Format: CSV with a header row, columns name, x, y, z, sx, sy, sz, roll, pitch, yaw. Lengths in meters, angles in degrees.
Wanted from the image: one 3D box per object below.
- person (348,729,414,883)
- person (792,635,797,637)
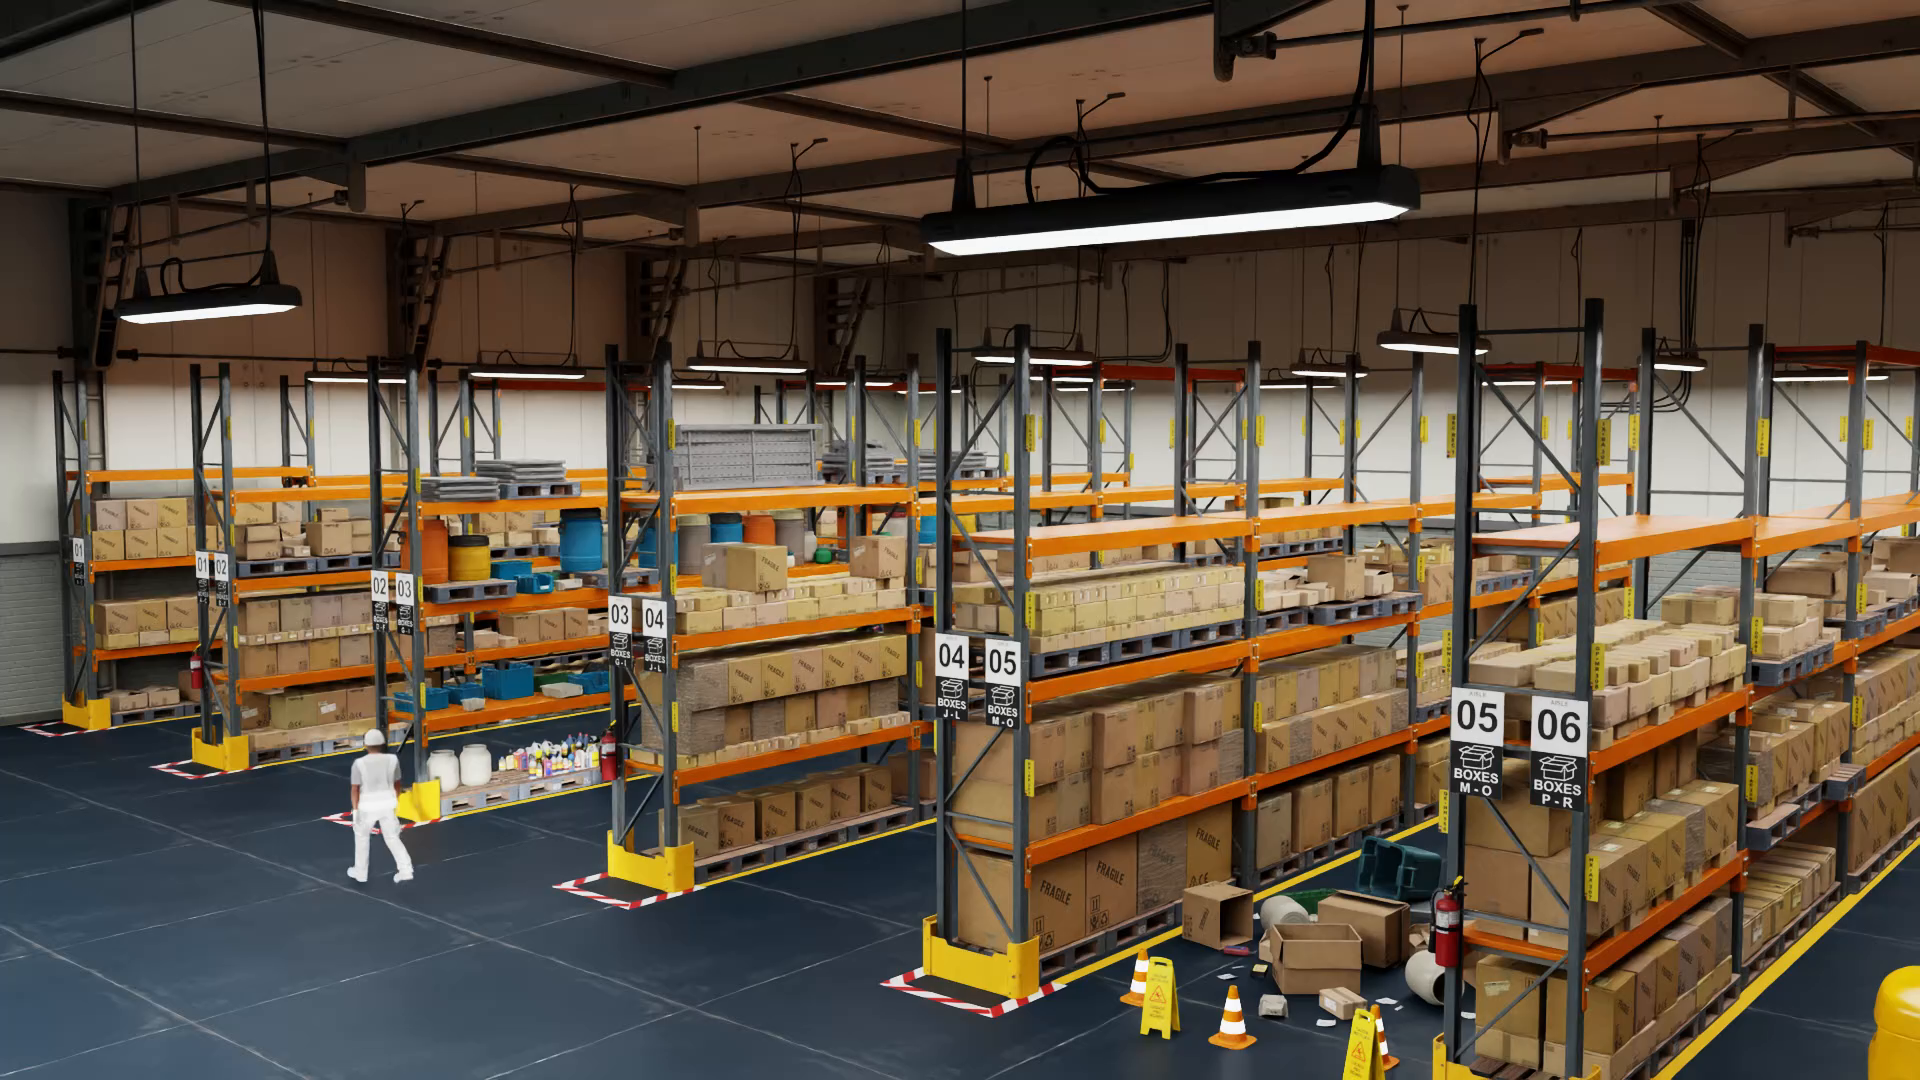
name,x,y,z,sx,sy,sz,roll,pitch,yaw
person,-6.462,2.962,18.419,1.065,1.745,0.563,4,6,44
person,-2.583,2.384,26.017,0.491,1.773,0.600,-2,4,-20
